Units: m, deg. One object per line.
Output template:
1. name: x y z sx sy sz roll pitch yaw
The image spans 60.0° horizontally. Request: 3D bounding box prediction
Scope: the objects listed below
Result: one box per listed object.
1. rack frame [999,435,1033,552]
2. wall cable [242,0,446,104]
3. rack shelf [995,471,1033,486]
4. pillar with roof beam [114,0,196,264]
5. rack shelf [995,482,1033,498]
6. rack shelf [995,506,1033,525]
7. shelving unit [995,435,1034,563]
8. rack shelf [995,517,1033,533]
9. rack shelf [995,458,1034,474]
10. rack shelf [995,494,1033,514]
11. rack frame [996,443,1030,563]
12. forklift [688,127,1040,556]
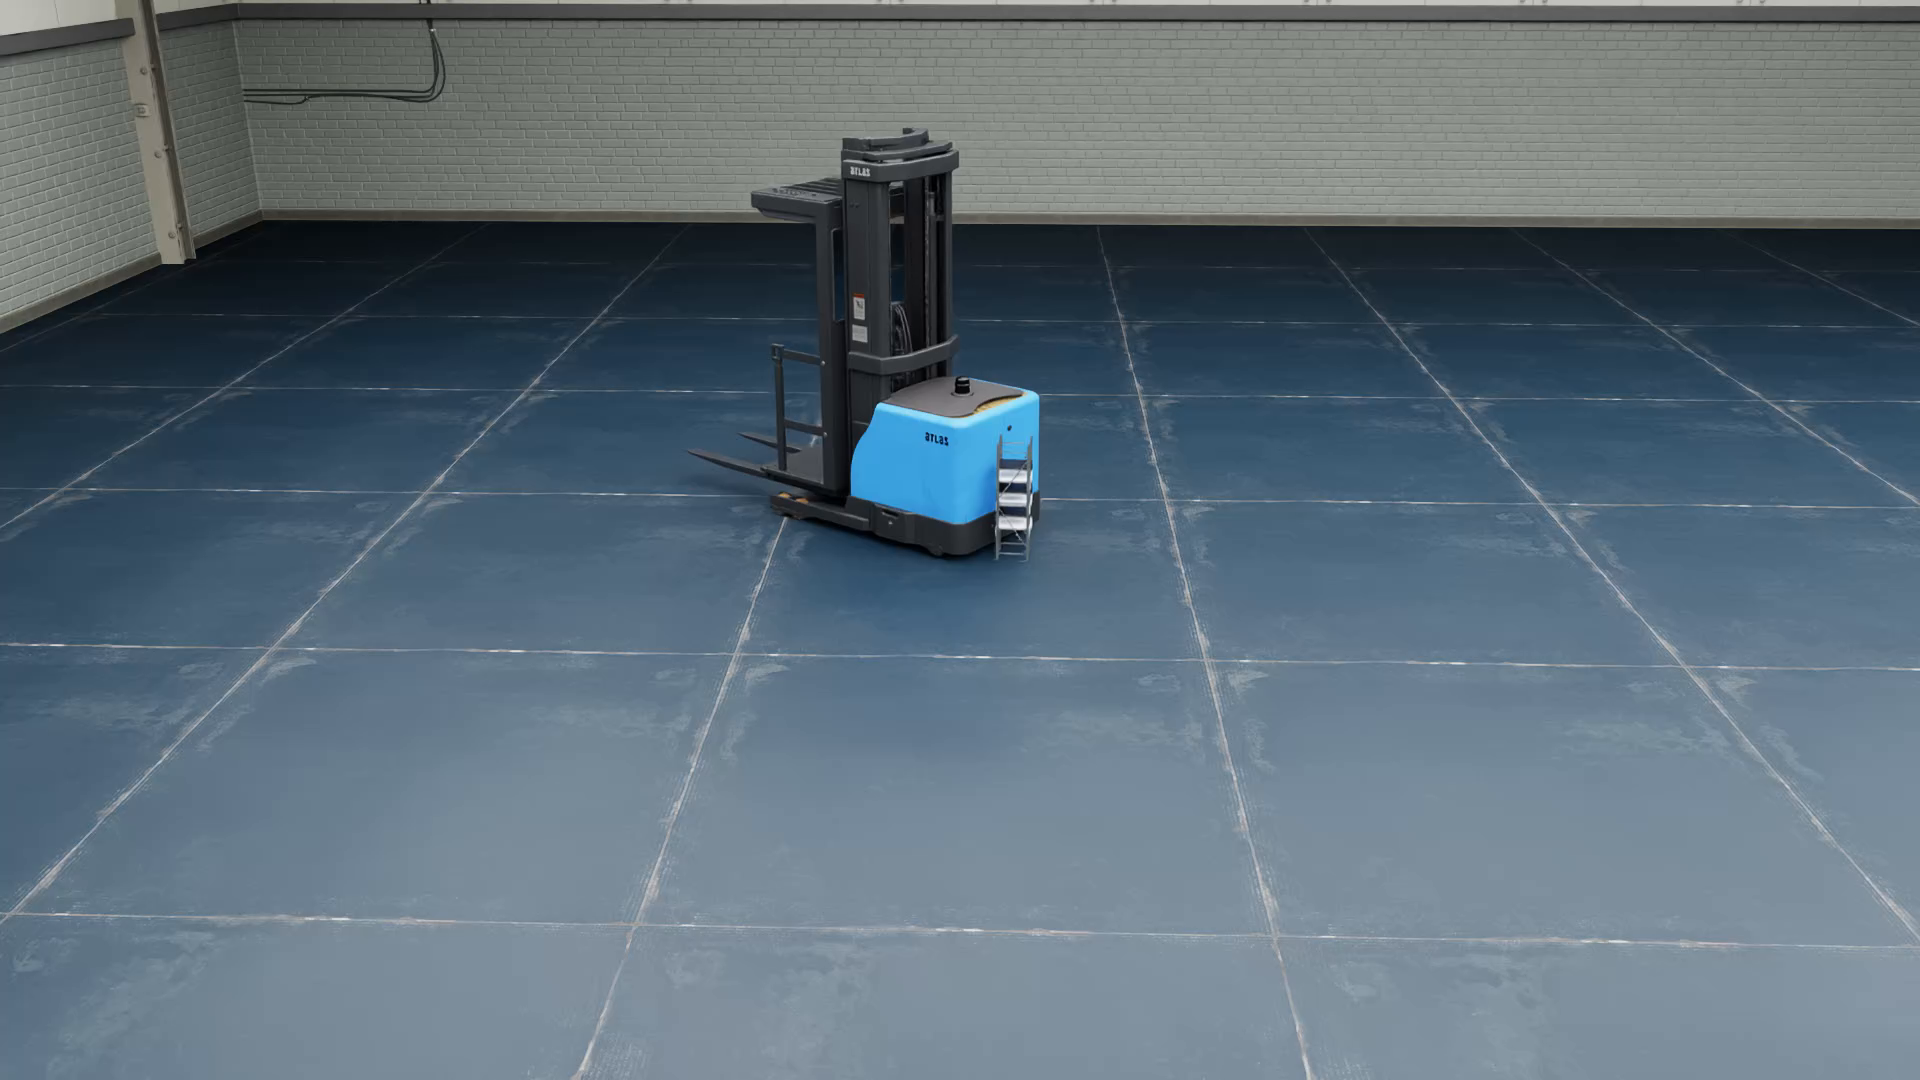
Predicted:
1. rack frame: 0.405 -0.334 12.147 0.240 0.900 0.006 3 21 7
2. wall cable: -8.975 -7.508 23.732 3.097 2.526 0.112 1 21 2
3. rack shelf: 0.392 -0.435 11.999 0.258 0.077 0.200 3 21 7
4. pillar with roof beam: -6.084 -7.858 20.340 9.100 9.000 0.400 1 21 2
5. rack shelf: 0.392 -0.351 12.032 0.258 0.077 0.200 3 21 7
6. rack shelf: 0.392 -0.183 12.097 0.258 0.077 0.200 3 21 7
7. shelving unit: 0.392 -0.298 12.052 0.258 0.900 0.210 3 21 7
8. rack shelf: 0.392 -0.099 12.130 0.258 0.077 0.200 3 21 7
9. rack shelf: 0.392 -0.518 11.967 0.258 0.077 0.200 3 21 7
10. rack shelf: 0.392 -0.267 12.065 0.258 0.077 0.200 3 21 7
11. rack frame: 0.380 -0.261 11.958 0.240 0.900 0.006 3 21 7
12. forklift: -0.866 -1.658 12.751 3.031 2.935 1.130 16 26 35
